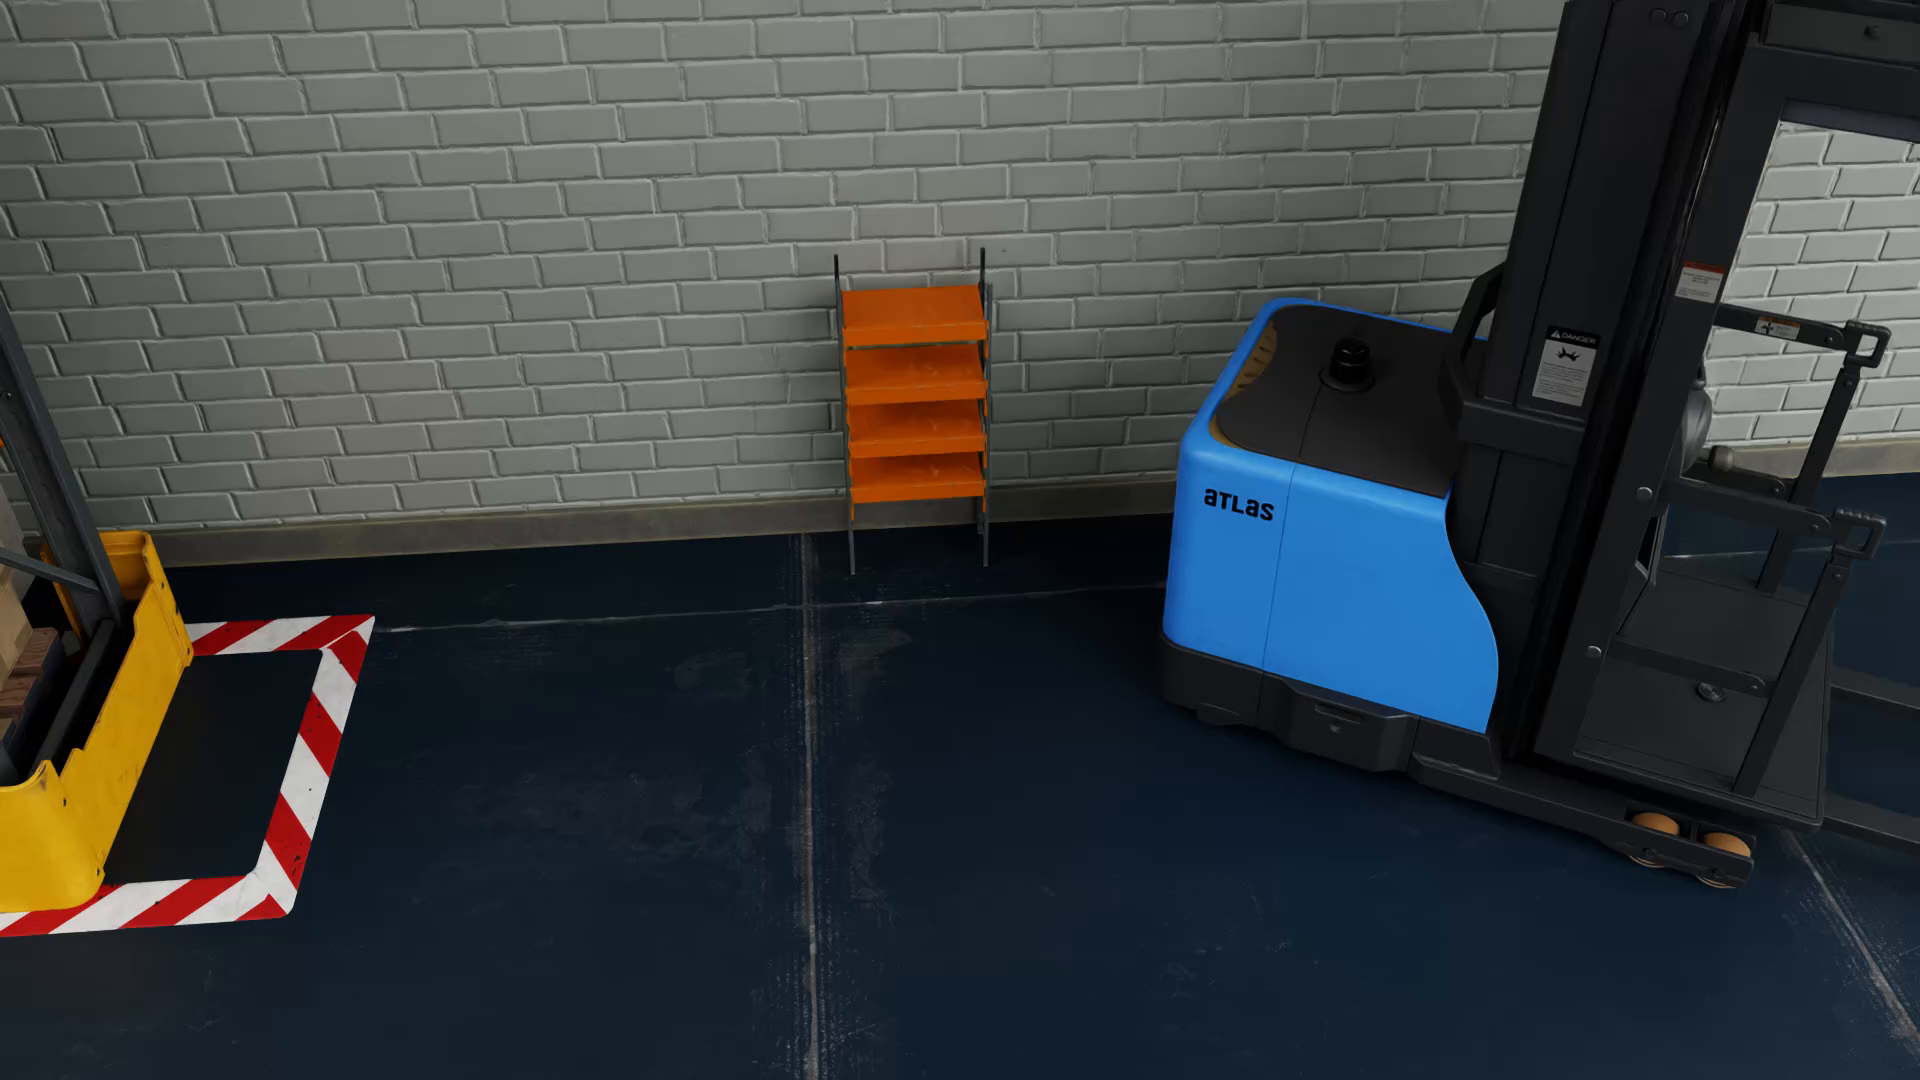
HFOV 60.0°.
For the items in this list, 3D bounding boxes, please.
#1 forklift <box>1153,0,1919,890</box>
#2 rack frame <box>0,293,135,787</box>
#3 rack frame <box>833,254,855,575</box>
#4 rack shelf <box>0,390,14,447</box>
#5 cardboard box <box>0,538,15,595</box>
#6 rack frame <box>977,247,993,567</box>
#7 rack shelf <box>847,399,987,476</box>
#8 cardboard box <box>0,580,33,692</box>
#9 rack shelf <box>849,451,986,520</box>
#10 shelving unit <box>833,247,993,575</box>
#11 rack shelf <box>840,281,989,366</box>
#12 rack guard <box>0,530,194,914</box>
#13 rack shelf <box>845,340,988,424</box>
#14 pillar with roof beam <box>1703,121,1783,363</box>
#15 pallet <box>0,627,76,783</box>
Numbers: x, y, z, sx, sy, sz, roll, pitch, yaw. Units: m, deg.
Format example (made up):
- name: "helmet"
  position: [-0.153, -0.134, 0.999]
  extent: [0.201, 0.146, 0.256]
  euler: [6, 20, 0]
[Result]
- name: "forklift"
  position: [2.203, -0.494, 4.510]
  extent: [3.031, 2.935, 1.130]
  euler: [16, 41, 19]
- name: "rack frame"
  position: [-2.798, -0.450, 4.399]
  extent: [0.127, 3.000, 1.000]
  euler: [-3, 38, -4]
- name: "rack frame"
  position: [-0.401, -0.409, 5.793]
  extent: [0.015, 1.200, 0.240]
  euler: [-3, 40, -4]
- name: "rack shelf"
  position: [-4.791, -0.058, 4.482]
  extent: [4.000, 0.370, 1.077]
  euler: [-3, 38, -4]
- name: "cardboard box"
  position: [-3.285, 0.166, 5.095]
  extent: [0.500, 0.250, 0.500]
  euler: [-2, 38, -3]
- name: "rack frame"
  position: [0.085, -0.438, 5.830]
  extent: [0.015, 1.200, 0.240]
  euler: [-3, 40, -4]
- name: "rack shelf"
  position: [-0.158, -0.372, 5.855]
  extent: [0.480, 0.148, 0.258]
  euler: [-3, 40, -4]
- name: "cardboard box"
  position: [-3.305, 0.371, 5.239]
  extent: [0.500, 0.250, 0.500]
  euler: [-3, 38, -4]
- name: "rack shelf"
  position: [-0.159, -0.220, 5.982]
  extent: [0.480, 0.148, 0.258]
  euler: [-3, 40, -4]
- name: "shelving unit"
  position: [-0.158, -0.423, 5.812]
  extent: [0.503, 1.200, 0.258]
  euler: [-3, 40, -4]
- name: "rack shelf"
  position: [-0.157, -0.725, 5.559]
  extent: [0.480, 0.148, 0.258]
  euler: [-3, 40, -4]
- name: "rack guard"
  position: [-2.774, 0.530, 5.175]
  extent: [0.348, 0.500, 1.175]
  euler: [-3, 38, -4]
- name: "rack shelf"
  position: [-0.158, -0.543, 5.711]
  extent: [0.480, 0.148, 0.258]
  euler: [-3, 40, -4]
- name: "pillar with roof beam"
  position: [2.786, -0.996, 0.248]
  extent: [0.400, 9.000, 9.100]
  euler: [-3, 38, -4]
- name: "pallet"
  position: [-3.556, 0.713, 5.176]
  extent: [1.213, 0.211, 1.003]
  euler: [-3, 38, -4]
